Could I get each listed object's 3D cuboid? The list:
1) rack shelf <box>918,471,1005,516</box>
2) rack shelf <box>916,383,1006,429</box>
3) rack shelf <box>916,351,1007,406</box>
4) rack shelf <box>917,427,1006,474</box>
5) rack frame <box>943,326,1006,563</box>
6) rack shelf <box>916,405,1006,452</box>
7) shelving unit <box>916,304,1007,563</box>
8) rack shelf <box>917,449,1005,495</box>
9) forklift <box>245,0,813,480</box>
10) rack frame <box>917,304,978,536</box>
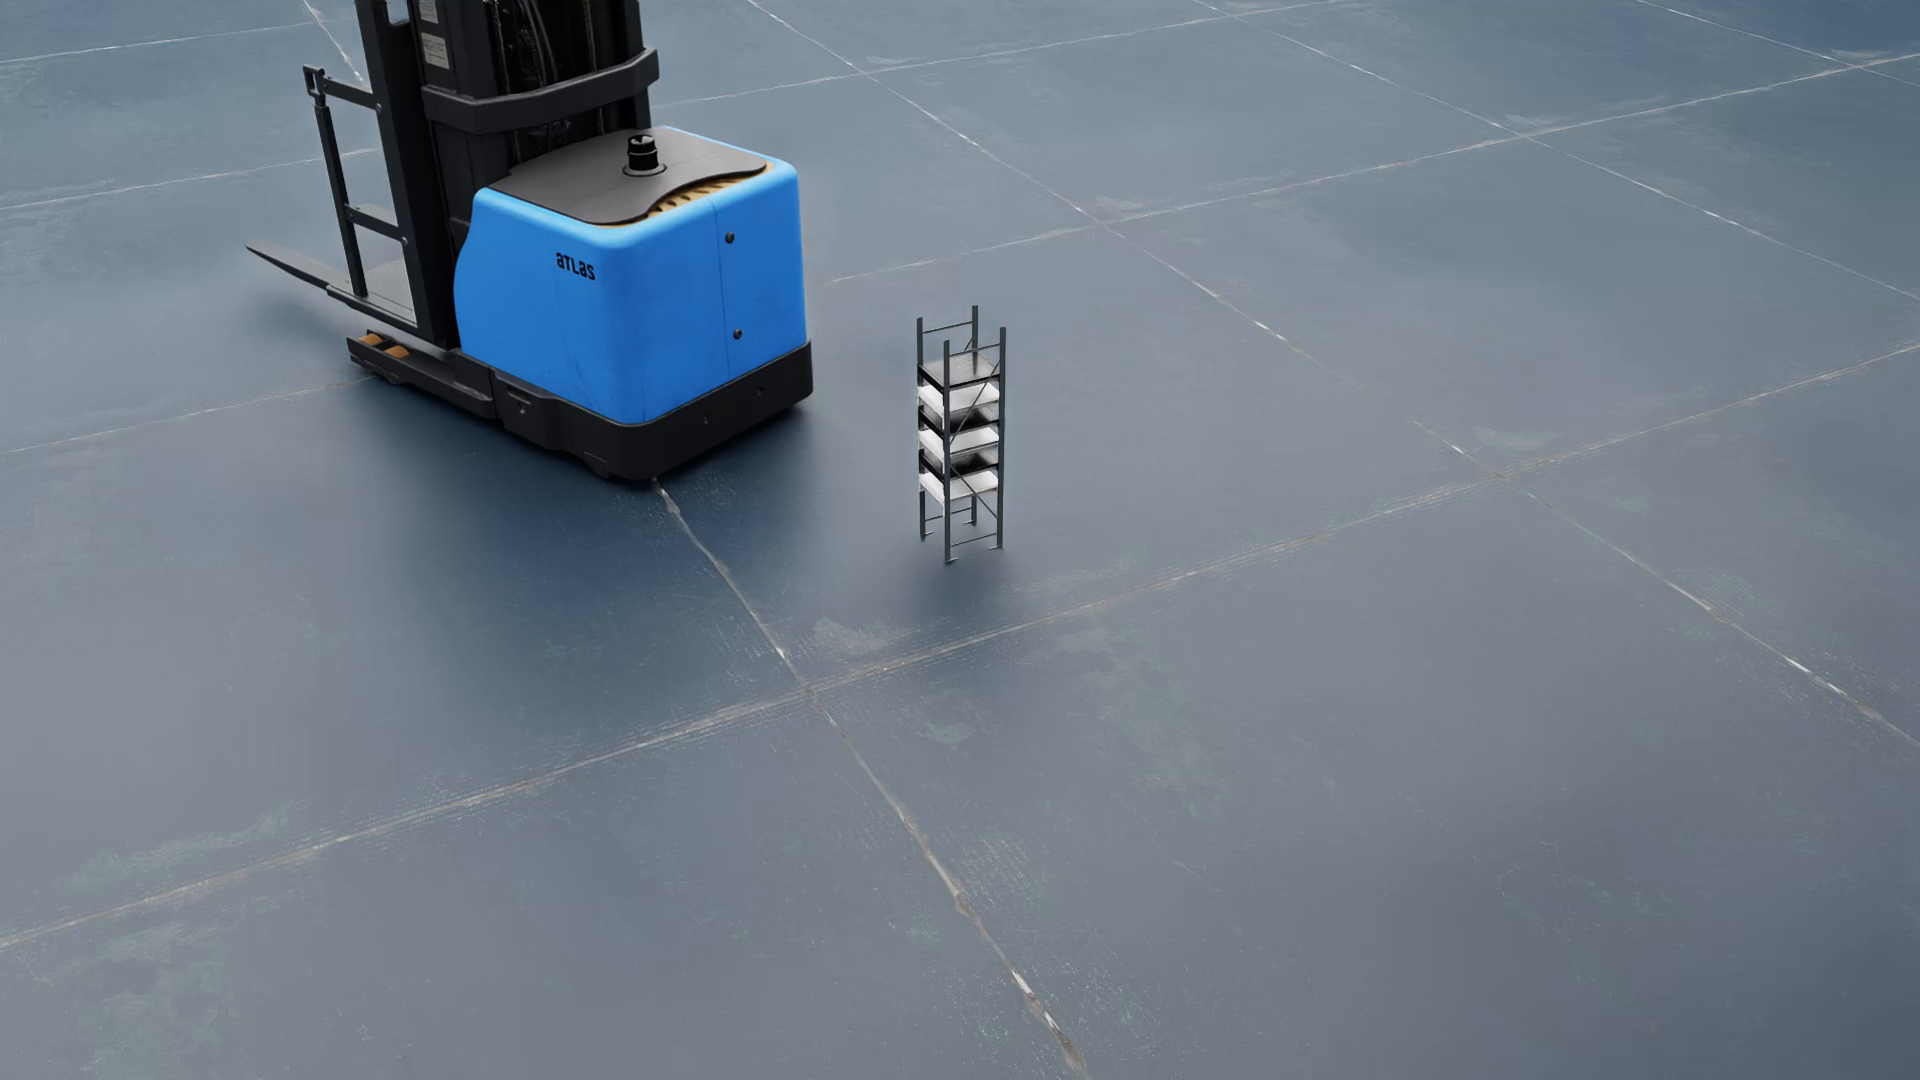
[{"bbox_3d":[0.004,-0.195,6.116,0.258,0.077,0.200,-16,36,-23],"label":"rack shelf"},{"bbox_3d":[0.004,-0.499,5.922,0.258,0.077,0.200,-16,36,-23],"label":"rack shelf"},{"bbox_3d":[0.004,-0.574,5.874,0.258,0.077,0.200,-16,36,-23],"label":"rack shelf"},{"bbox_3d":[0.004,-0.347,6.019,0.258,0.077,0.200,-16,36,-23],"label":"rack shelf"},{"bbox_3d":[0.051,-0.327,5.925,0.240,0.900,0.006,-16,36,-23],"label":"rack frame"},{"bbox_3d":[0.004,-0.423,5.971,0.258,0.077,0.200,-16,36,-23],"label":"rack shelf"},{"bbox_3d":[0.004,-0.375,6.001,0.258,0.900,0.210,-16,36,-23],"label":"shelving unit"},{"bbox_3d":[0.004,-0.271,6.068,0.258,0.077,0.200,-16,36,-23],"label":"rack shelf"},{"bbox_3d":[-2.093,-2.116,6.836,3.031,2.935,1.130,23,39,32],"label":"forklift"},{"bbox_3d":[-0.044,-0.424,6.077,0.240,0.900,0.006,-16,36,-23],"label":"rack frame"}]
